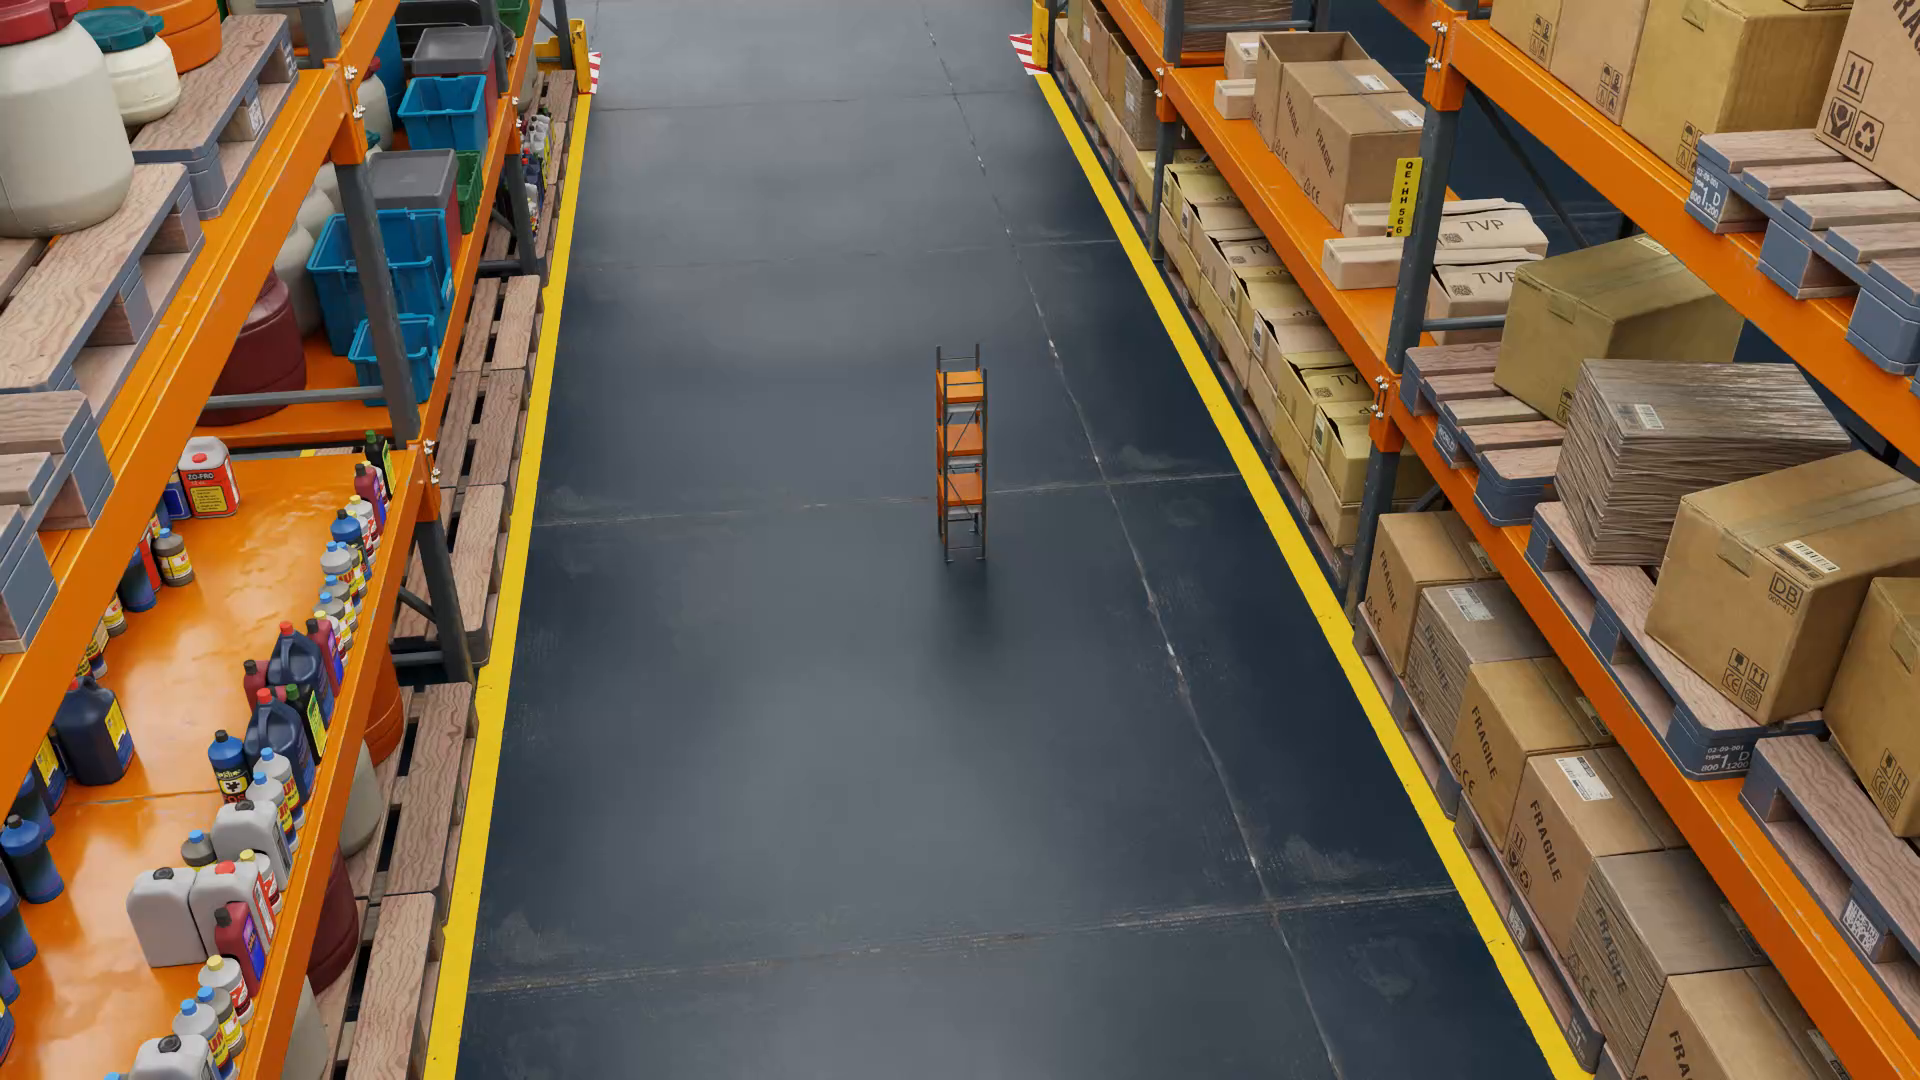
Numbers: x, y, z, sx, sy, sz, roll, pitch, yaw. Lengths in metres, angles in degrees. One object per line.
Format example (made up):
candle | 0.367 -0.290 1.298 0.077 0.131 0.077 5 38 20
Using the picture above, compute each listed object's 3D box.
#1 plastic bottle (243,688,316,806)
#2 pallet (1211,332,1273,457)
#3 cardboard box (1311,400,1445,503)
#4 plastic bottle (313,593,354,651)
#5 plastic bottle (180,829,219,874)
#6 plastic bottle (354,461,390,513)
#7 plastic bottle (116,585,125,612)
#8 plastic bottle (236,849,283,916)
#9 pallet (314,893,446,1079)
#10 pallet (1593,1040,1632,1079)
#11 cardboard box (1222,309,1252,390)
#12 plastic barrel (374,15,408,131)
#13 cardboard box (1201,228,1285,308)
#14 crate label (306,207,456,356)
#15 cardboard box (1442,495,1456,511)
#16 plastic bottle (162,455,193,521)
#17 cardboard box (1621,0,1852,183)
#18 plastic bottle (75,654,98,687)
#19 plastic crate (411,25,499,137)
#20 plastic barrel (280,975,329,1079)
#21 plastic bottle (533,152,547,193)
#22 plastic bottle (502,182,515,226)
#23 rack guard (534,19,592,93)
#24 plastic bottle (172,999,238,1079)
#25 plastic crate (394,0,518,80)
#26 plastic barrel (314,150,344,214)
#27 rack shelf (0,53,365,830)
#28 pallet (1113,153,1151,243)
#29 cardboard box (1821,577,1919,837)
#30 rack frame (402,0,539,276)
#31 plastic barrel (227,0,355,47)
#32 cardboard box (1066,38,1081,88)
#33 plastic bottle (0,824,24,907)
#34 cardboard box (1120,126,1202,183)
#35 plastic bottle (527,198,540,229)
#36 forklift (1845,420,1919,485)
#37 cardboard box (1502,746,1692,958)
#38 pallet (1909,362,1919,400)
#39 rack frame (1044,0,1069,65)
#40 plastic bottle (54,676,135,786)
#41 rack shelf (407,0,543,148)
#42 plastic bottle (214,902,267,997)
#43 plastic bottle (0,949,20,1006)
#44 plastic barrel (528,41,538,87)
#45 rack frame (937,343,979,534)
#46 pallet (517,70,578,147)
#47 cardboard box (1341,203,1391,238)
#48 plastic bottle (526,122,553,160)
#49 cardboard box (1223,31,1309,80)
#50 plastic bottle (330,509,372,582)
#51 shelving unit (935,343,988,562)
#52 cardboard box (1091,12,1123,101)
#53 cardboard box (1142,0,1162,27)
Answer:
plastic bottle | -1.962 0.587 4.769 0.144 0.351 0.185 -4 35 -6
pallet | 2.060 -0.897 9.379 1.003 0.211 1.213 -4 35 -6
cardboard box | 1.978 -0.450 7.818 0.500 0.311 0.500 -3 34 -5
plastic bottle | -2.032 0.261 5.379 0.097 0.201 0.097 0 34 0
plastic bottle | -2.039 0.866 4.492 0.097 0.201 0.097 0 34 0
plastic bottle | -2.141 -0.193 6.046 0.097 0.201 0.097 0 34 0
plastic bottle | -2.843 0.116 5.520 0.061 0.283 0.133 -4 35 -6
plastic bottle | -1.876 0.909 4.429 0.097 0.201 0.097 0 34 0
pallet | -2.308 1.734 5.518 1.003 0.211 1.213 -4 35 -6
pallet | 2.684 2.026 5.090 1.003 0.211 1.213 -4 35 -6
cardboard box | 1.771 -1.075 9.233 0.500 0.250 0.500 -4 34 -5
plastic barrel | -3.402 -2.735 9.155 0.600 0.901 0.708 -4 35 -6
cardboard box | 1.697 -1.591 9.491 0.500 0.311 0.500 -5 35 -8
crate label | -2.482 -1.124 7.204 0.502 0.435 0.616 -4 35 -6
cardboard box | 2.514 -0.259 8.036 0.500 0.250 0.500 -4 35 -7
plastic bottle | -2.878 -0.217 6.015 0.152 0.276 0.135 -4 35 -6
cardboard box | 2.524 -1.373 4.848 0.910 0.500 0.500 -4 35 -6
plastic bottle | -2.765 0.367 5.162 0.097 0.271 0.097 0 34 0
plastic crate | -2.786 -2.546 9.266 0.402 0.464 0.583 -4 35 -6
plastic barrel | -2.217 1.530 5.177 0.421 0.512 0.421 0 34 0
plastic bottle | -2.858 -2.508 11.289 0.061 0.283 0.133 -3 34 -4
plastic bottle | -2.938 -2.207 10.846 0.061 0.283 0.133 -4 35 -6
rack guard | -3.635 -3.927 13.568 1.175 0.500 0.348 -4 35 -6
plastic bottle | -1.800 1.193 3.951 0.097 0.271 0.097 0 34 0
plastic crate | -3.098 -3.043 10.106 0.767 0.338 0.504 -4 35 -6
plastic barrel | -3.086 -1.621 7.845 0.433 0.535 0.433 0 34 0
rack shelf | -2.347 -0.361 4.091 1.077 0.370 4.000 -4 35 -6
pallet | 1.690 -2.434 11.635 1.003 0.211 1.213 -4 35 -6
cardboard box | 2.834 0.449 4.465 0.700 0.500 0.500 1 34 1
rack frame | -3.154 -2.767 9.646 1.000 3.000 0.127 -4 35 -6
plastic barrel | -2.354 -2.017 5.783 0.421 0.512 0.421 0 34 0
cardboard box | 1.140 -3.814 13.252 0.500 0.250 0.500 -4 35 -6
plastic bottle | -2.618 0.864 4.429 0.152 0.276 0.135 -4 35 -6
cardboard box | 1.419 -2.699 11.616 0.500 0.250 0.500 -4 35 -6
plastic bottle | -2.790 -2.117 10.786 0.097 0.201 0.097 0 34 0
forklift | 4.624 -0.788 6.804 1.130 2.935 3.031 -5 35 -7
cardboard box | 2.285 1.082 5.828 0.500 0.500 0.500 -5 35 -8
pallet | 2.813 -0.207 3.393 1.213 0.211 1.003 -4 35 -6
rack frame | 1.217 -5.372 13.469 1.000 3.000 0.127 -4 35 -6
plastic bottle | -2.541 0.529 4.855 0.144 0.351 0.185 -4 35 -6
rack shelf | -3.423 -3.585 11.486 1.077 0.370 4.000 -4 35 -6
plastic bottle | -1.824 1.013 4.203 0.061 0.283 0.133 -4 35 -6
plastic bottle | -2.447 1.050 4.160 0.097 0.271 0.097 0 34 0
plastic barrel | -3.528 -3.783 12.973 0.421 0.512 0.421 0 34 0
rack frame | -0.009 -0.472 8.010 0.200 1.050 0.008 -4 35 -6
pallet | -3.531 -3.354 12.984 1.003 0.211 1.213 -4 35 -6
cardboard box | 2.066 -1.511 8.027 0.380 0.149 0.250 -2 34 -3
plastic bottle | -2.985 -2.843 11.786 0.152 0.276 0.135 -5 35 -8
cardboard box | 1.864 -2.806 9.838 0.500 0.250 0.500 -2 34 -3
plastic bottle | -2.084 0.015 5.678 0.097 0.271 0.097 0 34 0
shelving unit | 0.007 -0.404 7.911 0.215 1.050 0.252 -4 35 -6
cardboard box | 1.268 -3.566 12.221 0.500 0.500 0.500 -4 35 -6
cardboard box | 1.612 -3.722 10.959 0.700 0.500 0.500 -5 35 -7
